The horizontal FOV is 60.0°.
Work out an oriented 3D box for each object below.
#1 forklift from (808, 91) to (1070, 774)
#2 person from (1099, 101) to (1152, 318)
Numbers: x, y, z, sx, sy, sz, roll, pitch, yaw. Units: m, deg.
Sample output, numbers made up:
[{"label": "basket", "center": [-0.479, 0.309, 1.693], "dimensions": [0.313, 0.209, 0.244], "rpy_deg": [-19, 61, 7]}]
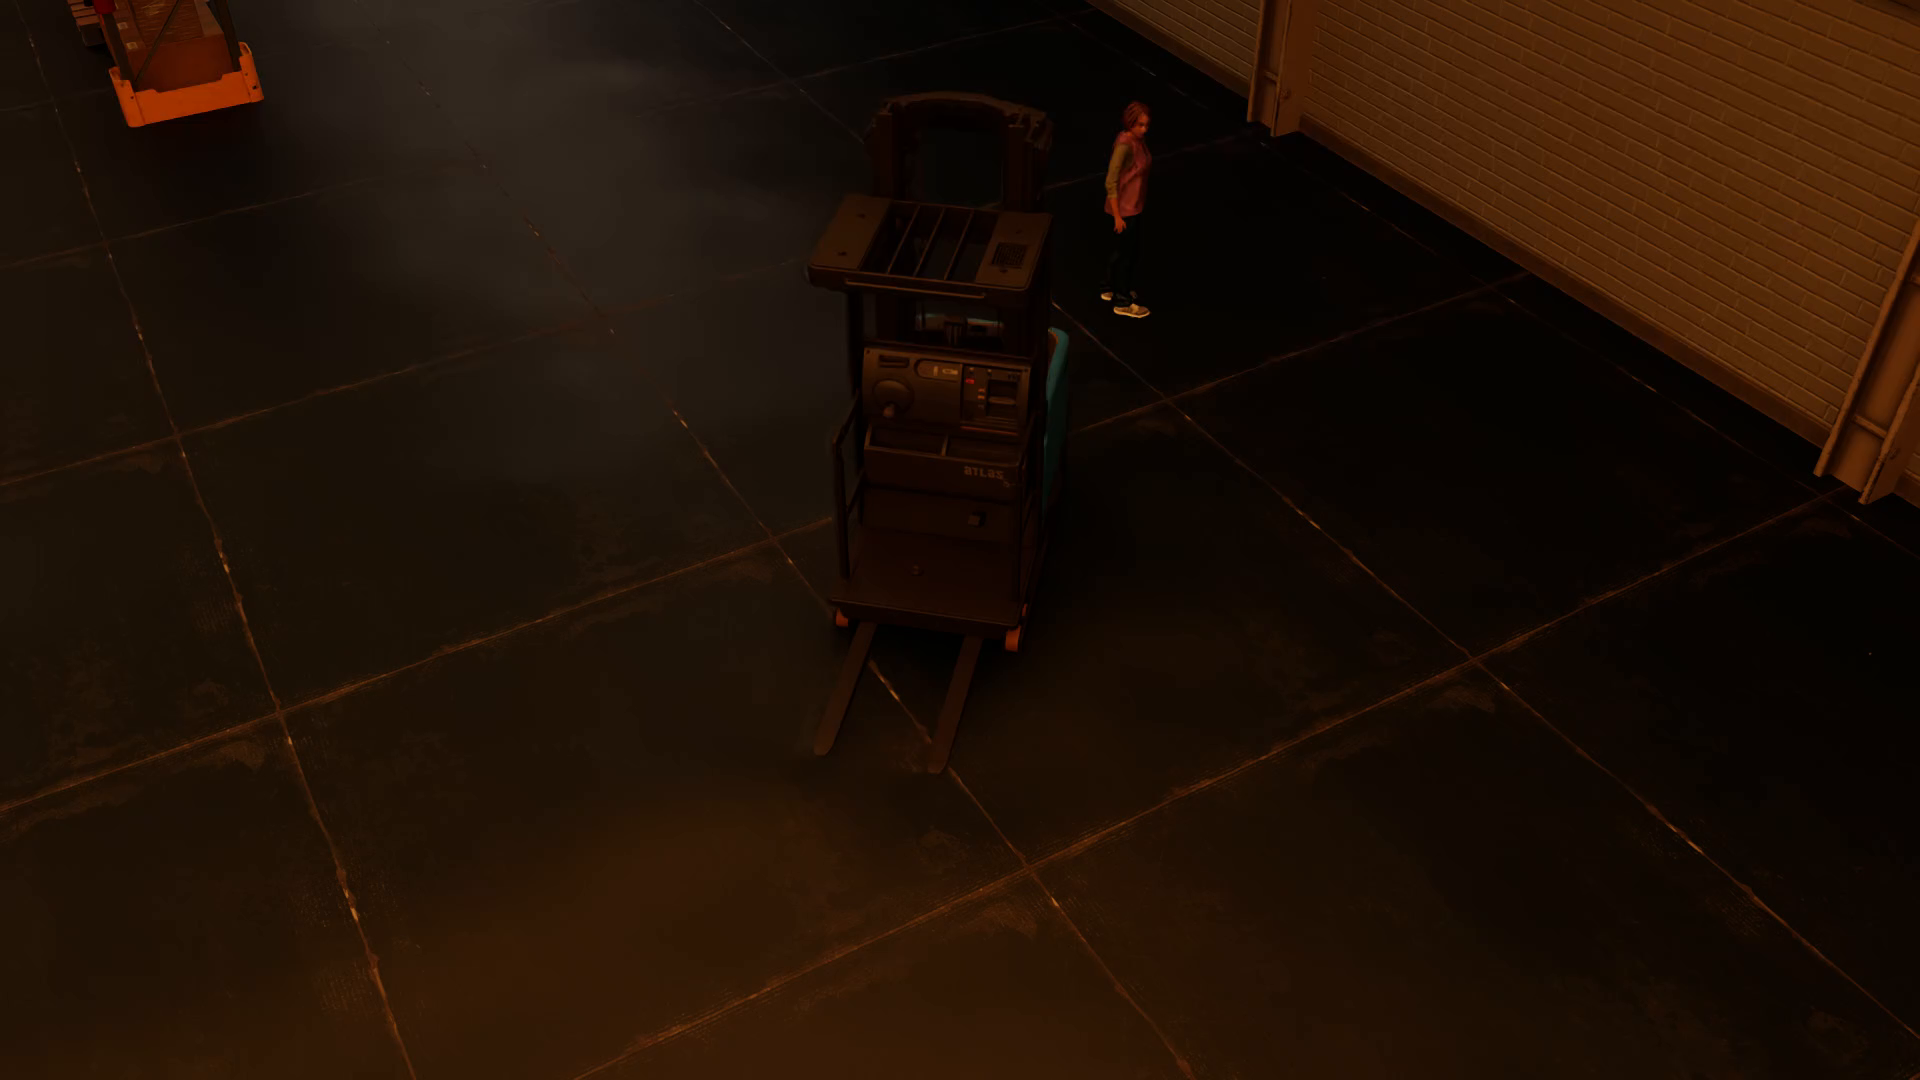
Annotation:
[{"label": "forklift", "center": [-0.120, -0.745, 8.935], "dimensions": [1.130, 2.935, 3.031], "rpy_deg": [8, 40, 9]}, {"label": "person", "center": [1.233, -2.377, 11.953], "dimensions": [0.417, 1.592, 0.579], "rpy_deg": [9, 41, 11]}]
